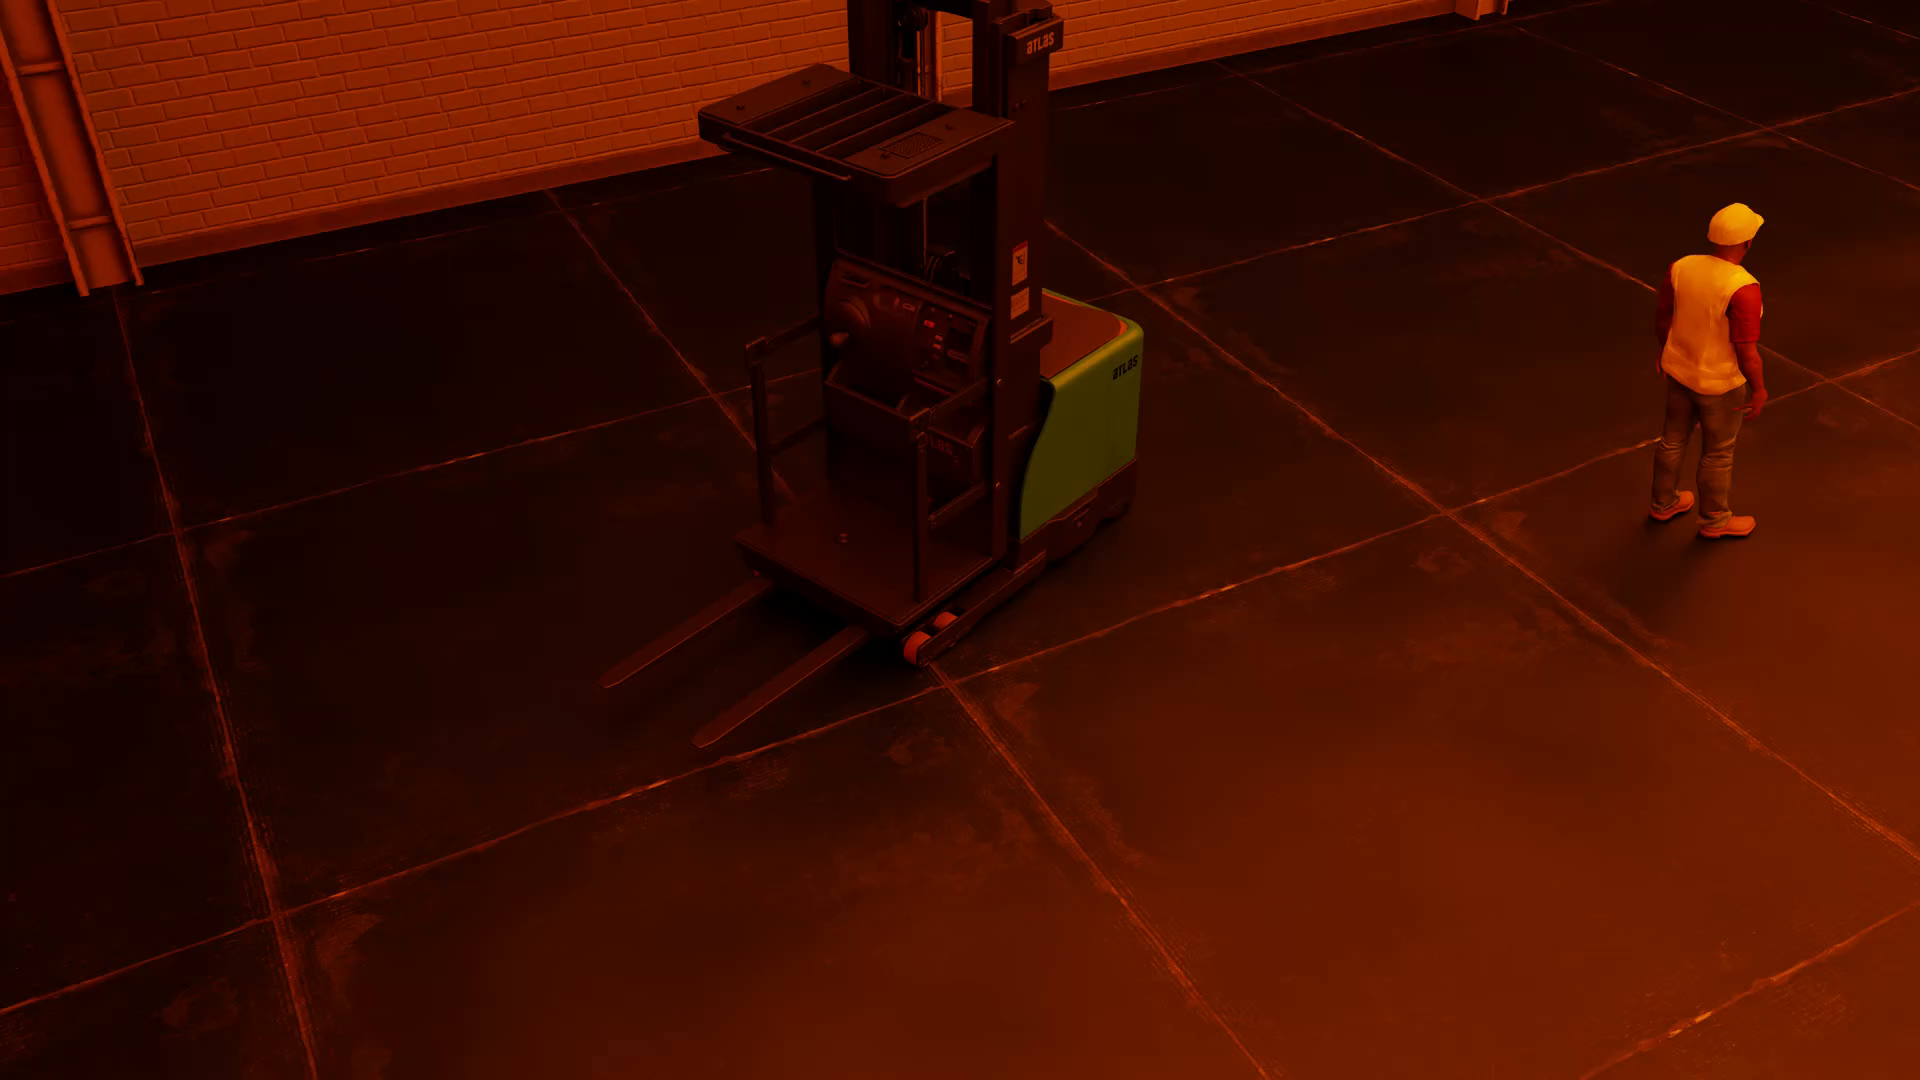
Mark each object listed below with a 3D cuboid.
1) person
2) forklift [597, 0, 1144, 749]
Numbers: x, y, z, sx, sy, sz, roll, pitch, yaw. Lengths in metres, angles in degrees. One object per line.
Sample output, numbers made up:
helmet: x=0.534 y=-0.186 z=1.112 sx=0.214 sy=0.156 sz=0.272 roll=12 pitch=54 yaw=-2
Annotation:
person: x=3.792 y=-0.858 z=8.333 sx=0.577 sy=1.765 sz=0.665 roll=-15 pitch=38 yaw=-20
forklift: x=-0.390 y=-0.927 z=7.434 sx=1.130 sy=2.935 sz=3.031 roll=26 pitch=43 yaw=31
